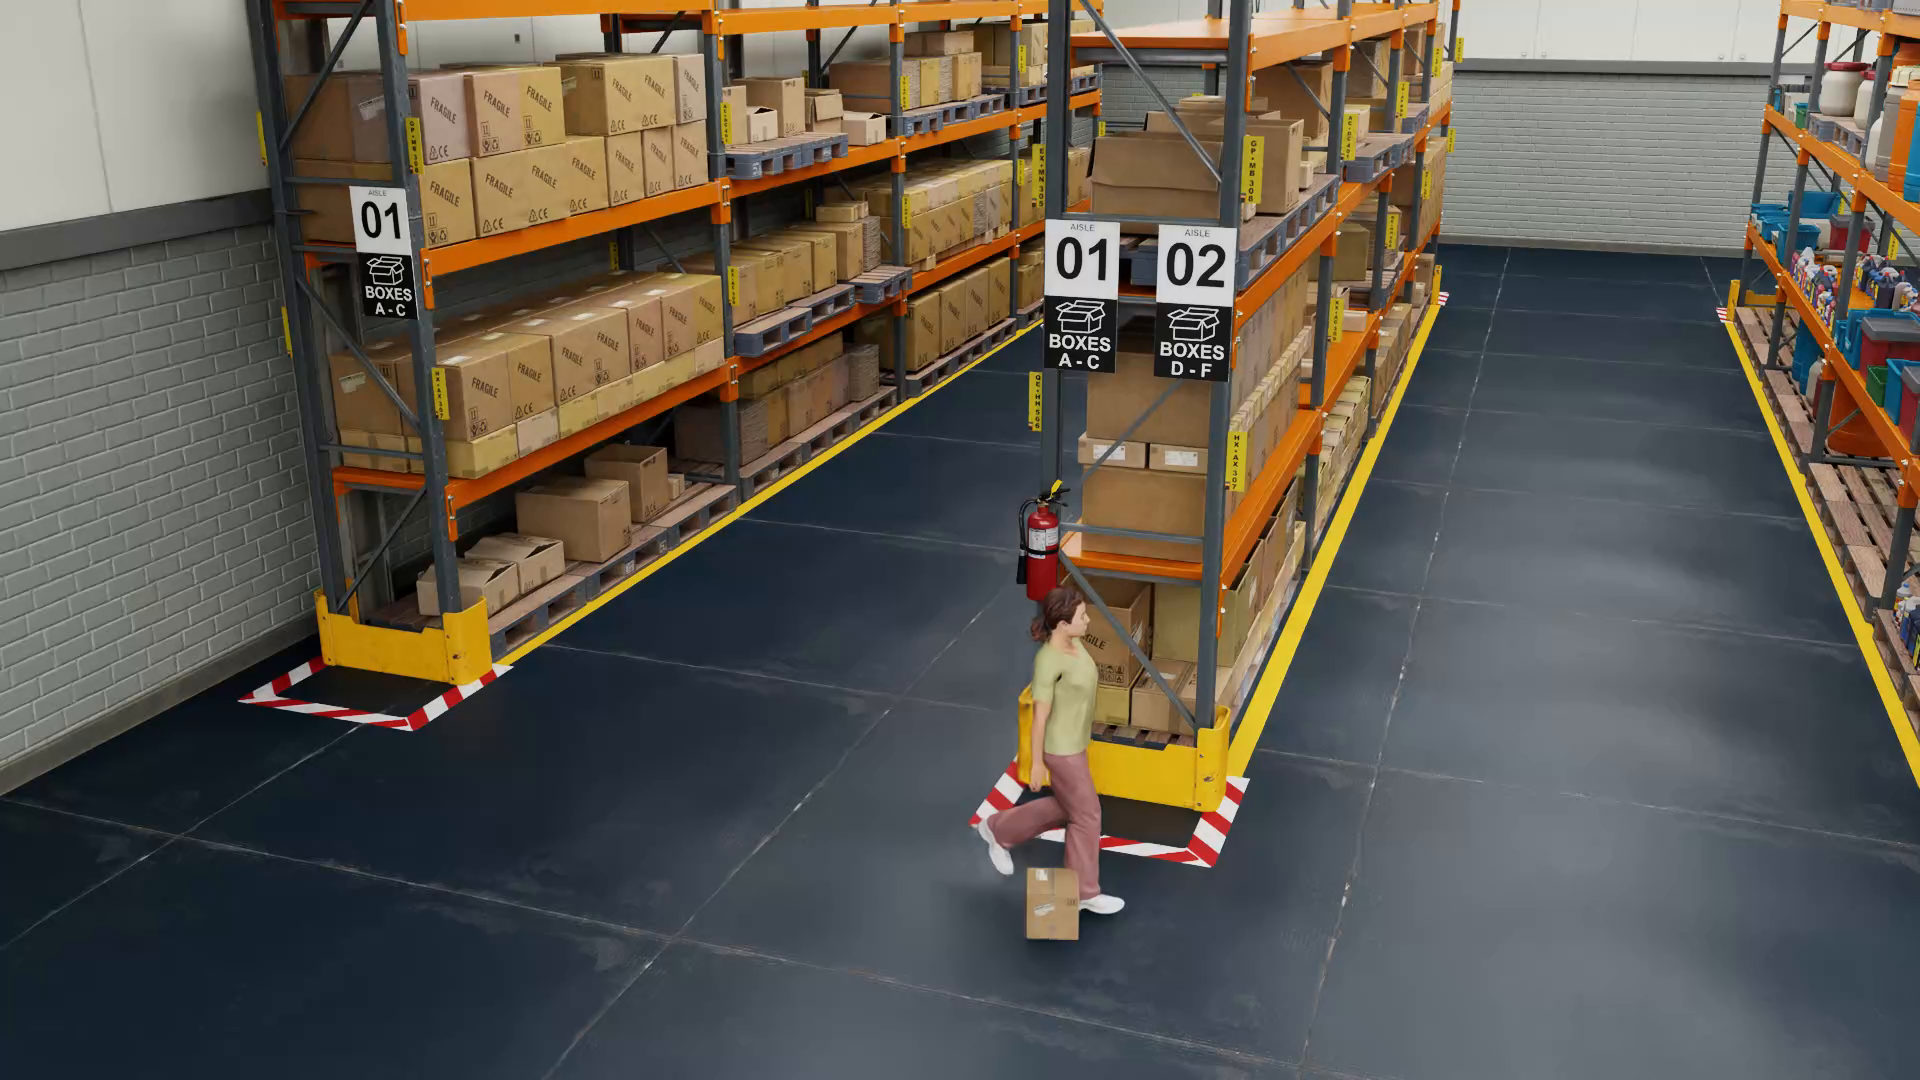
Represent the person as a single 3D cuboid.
[{"bbox_3d":[0.450,0.999,8.113,0.797,1.642,0.477,6,20,17],"label":"person"}]
